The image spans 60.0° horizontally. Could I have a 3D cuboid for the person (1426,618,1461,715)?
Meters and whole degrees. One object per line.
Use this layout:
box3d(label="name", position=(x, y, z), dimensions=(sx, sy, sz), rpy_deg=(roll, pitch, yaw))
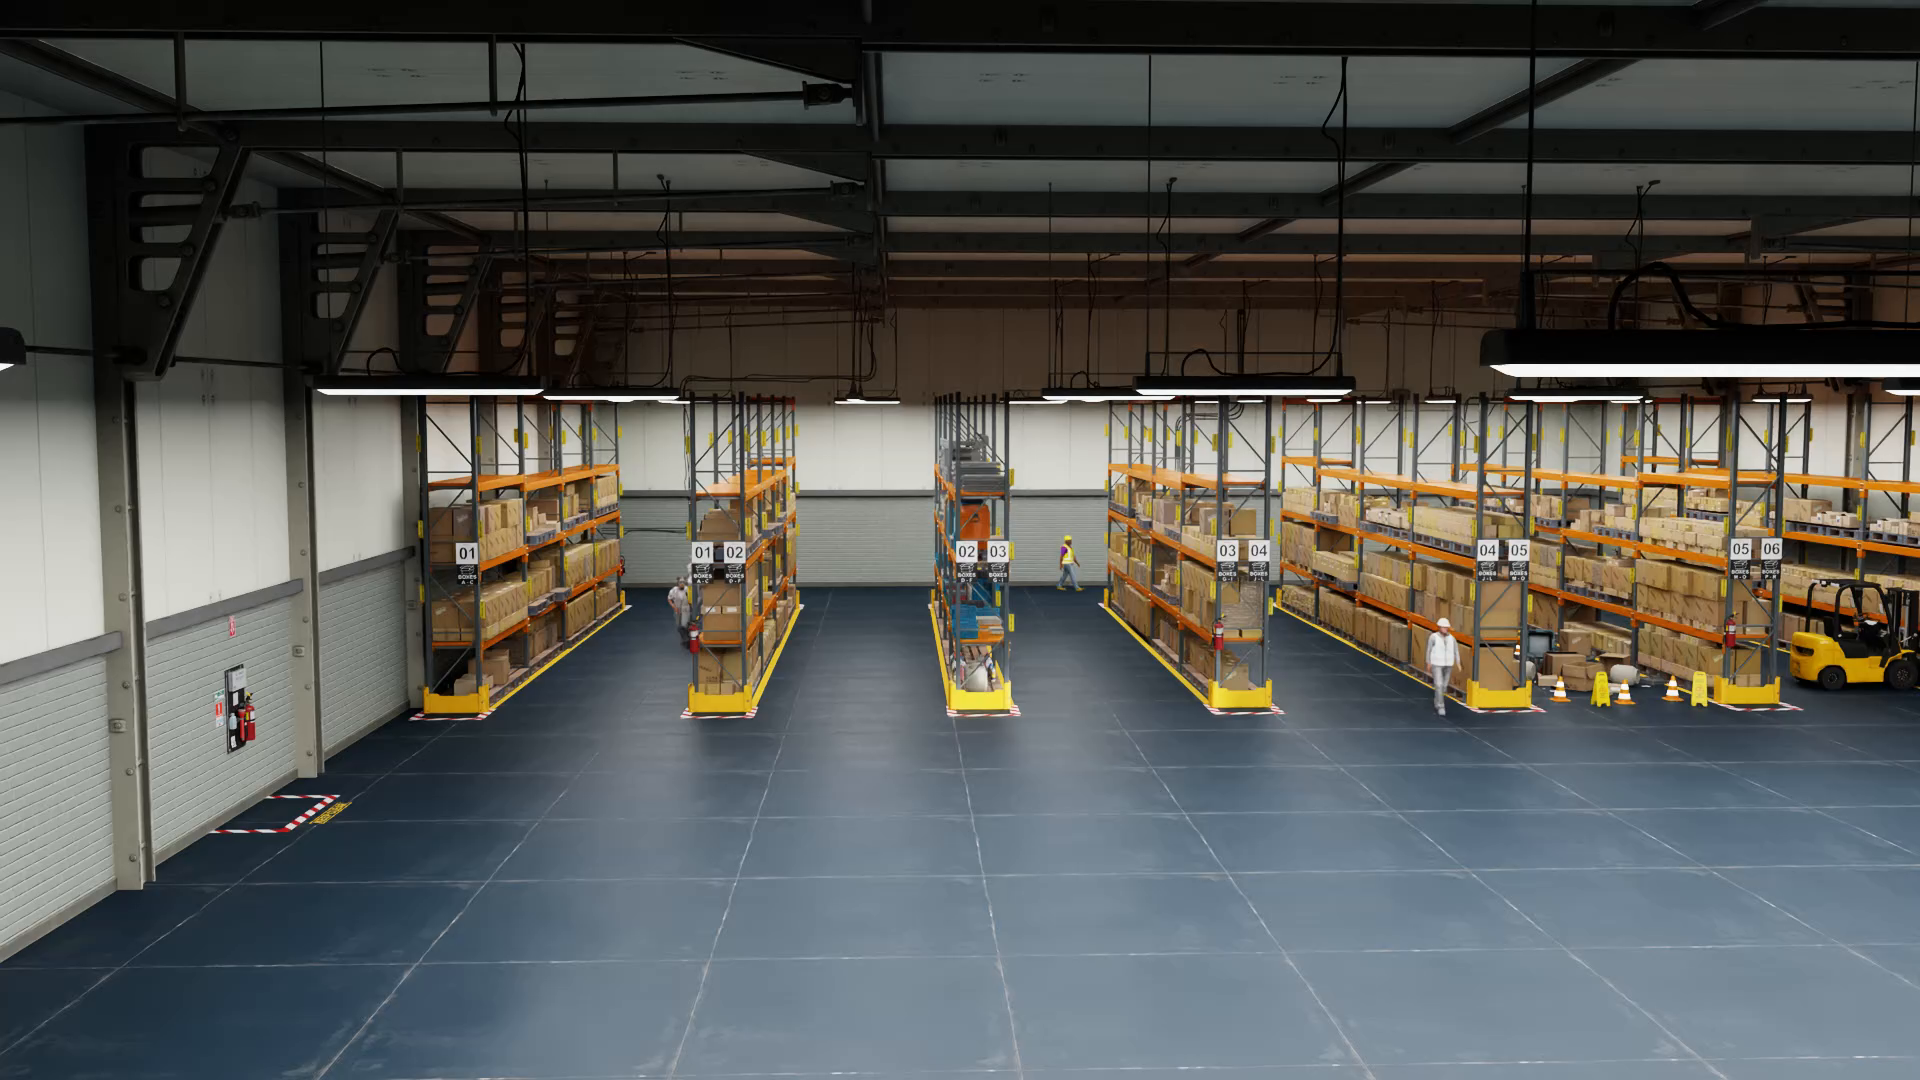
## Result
box3d(label="person", position=(9.060, 2.341, 31.083), dimensions=(0.586, 1.765, 0.711), rpy_deg=(-1, 5, -9))

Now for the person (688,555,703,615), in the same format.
box3d(label="person", position=(-7.312, 1.226, 45.725), dimensions=(0.517, 1.679, 0.443), rpy_deg=(4, 6, 40))

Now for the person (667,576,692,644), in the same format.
box3d(label="person", position=(-6.671, 1.686, 39.947), dimensions=(0.623, 1.687, 0.737), rpy_deg=(1, 5, 7))

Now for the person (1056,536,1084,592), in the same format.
box3d(label="person", position=(3.434, 0.727, 51.454), dimensions=(0.994, 1.724, 0.593), rpy_deg=(2, 5, 26))
